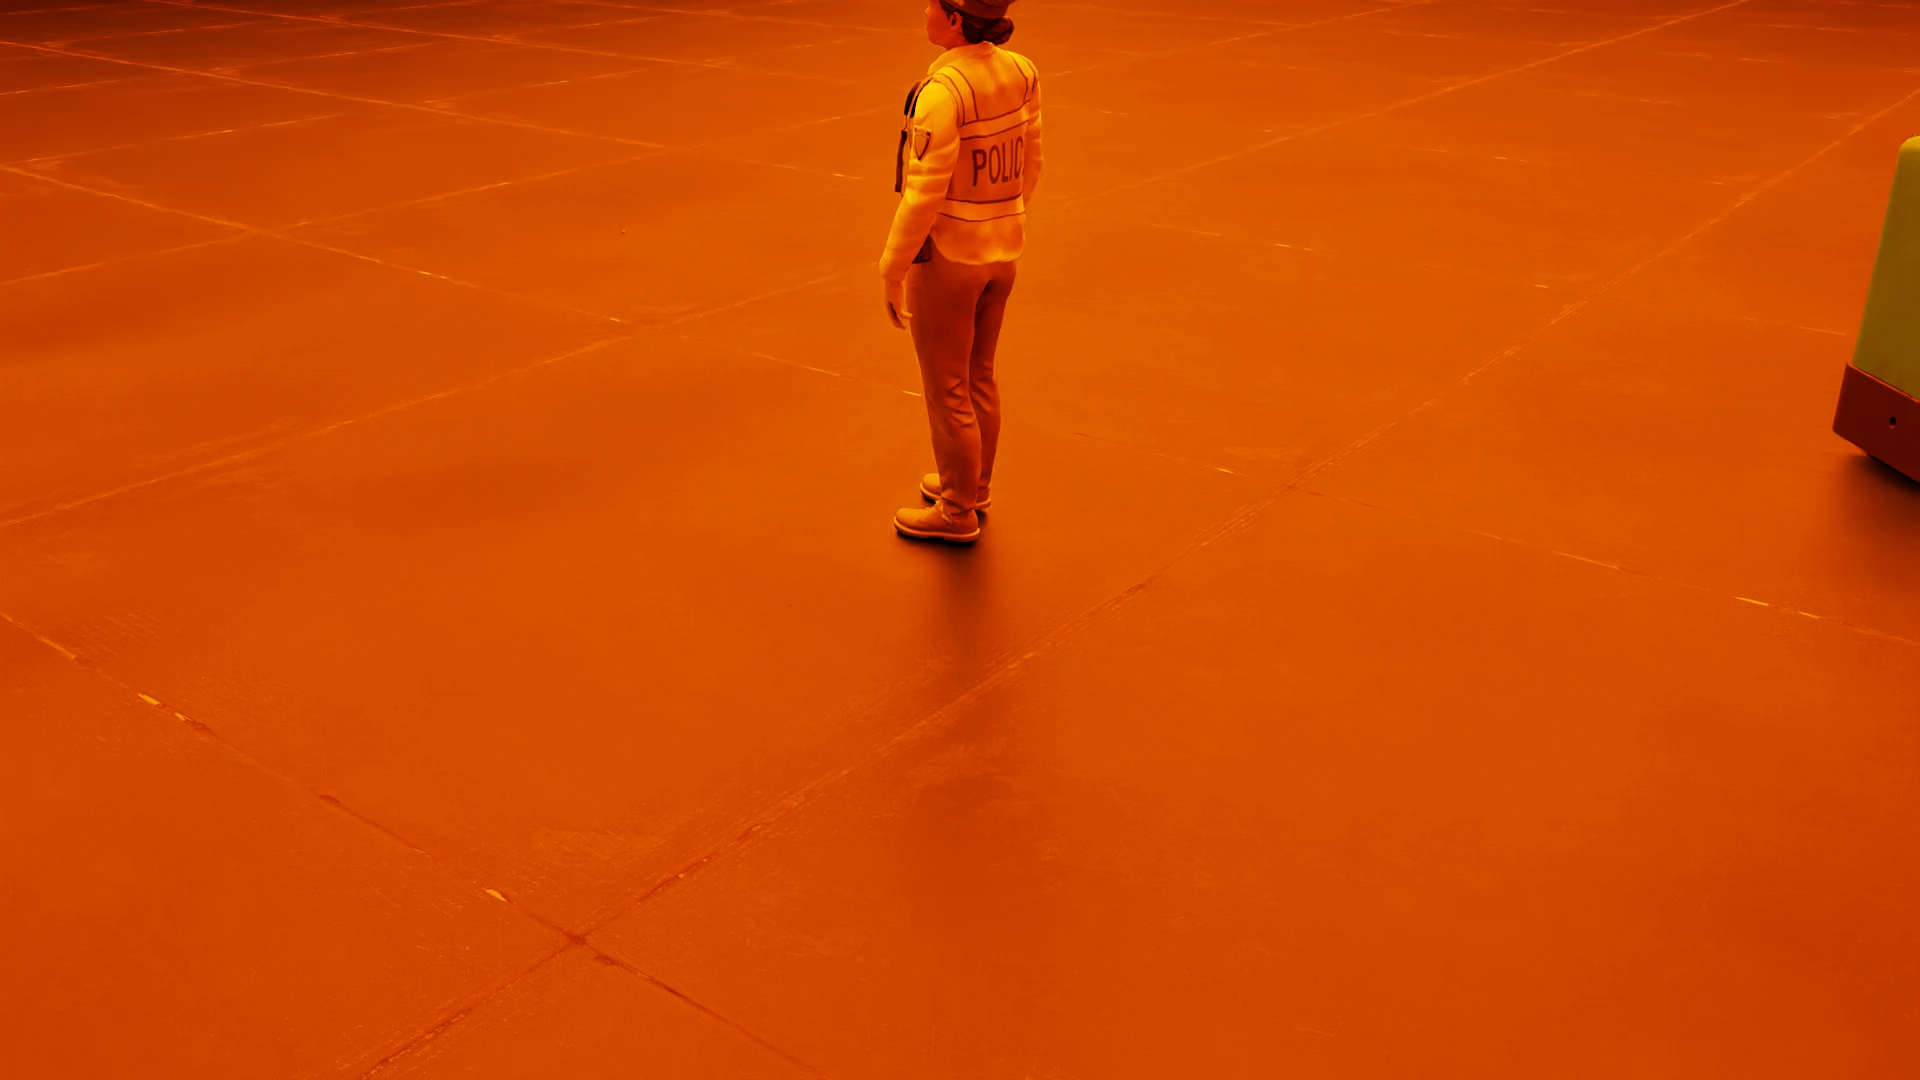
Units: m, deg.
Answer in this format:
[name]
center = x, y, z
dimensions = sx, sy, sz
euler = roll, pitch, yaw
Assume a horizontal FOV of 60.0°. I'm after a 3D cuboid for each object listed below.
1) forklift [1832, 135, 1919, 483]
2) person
[forklift]
center = 4.530, -1.524, 4.845
dimensions = 3.031, 2.935, 1.130
euler = -2, 24, -5
[person]
center = -0.049, -0.802, 4.716
dimensions = 0.534, 1.696, 0.587
euler = 17, 29, 34
